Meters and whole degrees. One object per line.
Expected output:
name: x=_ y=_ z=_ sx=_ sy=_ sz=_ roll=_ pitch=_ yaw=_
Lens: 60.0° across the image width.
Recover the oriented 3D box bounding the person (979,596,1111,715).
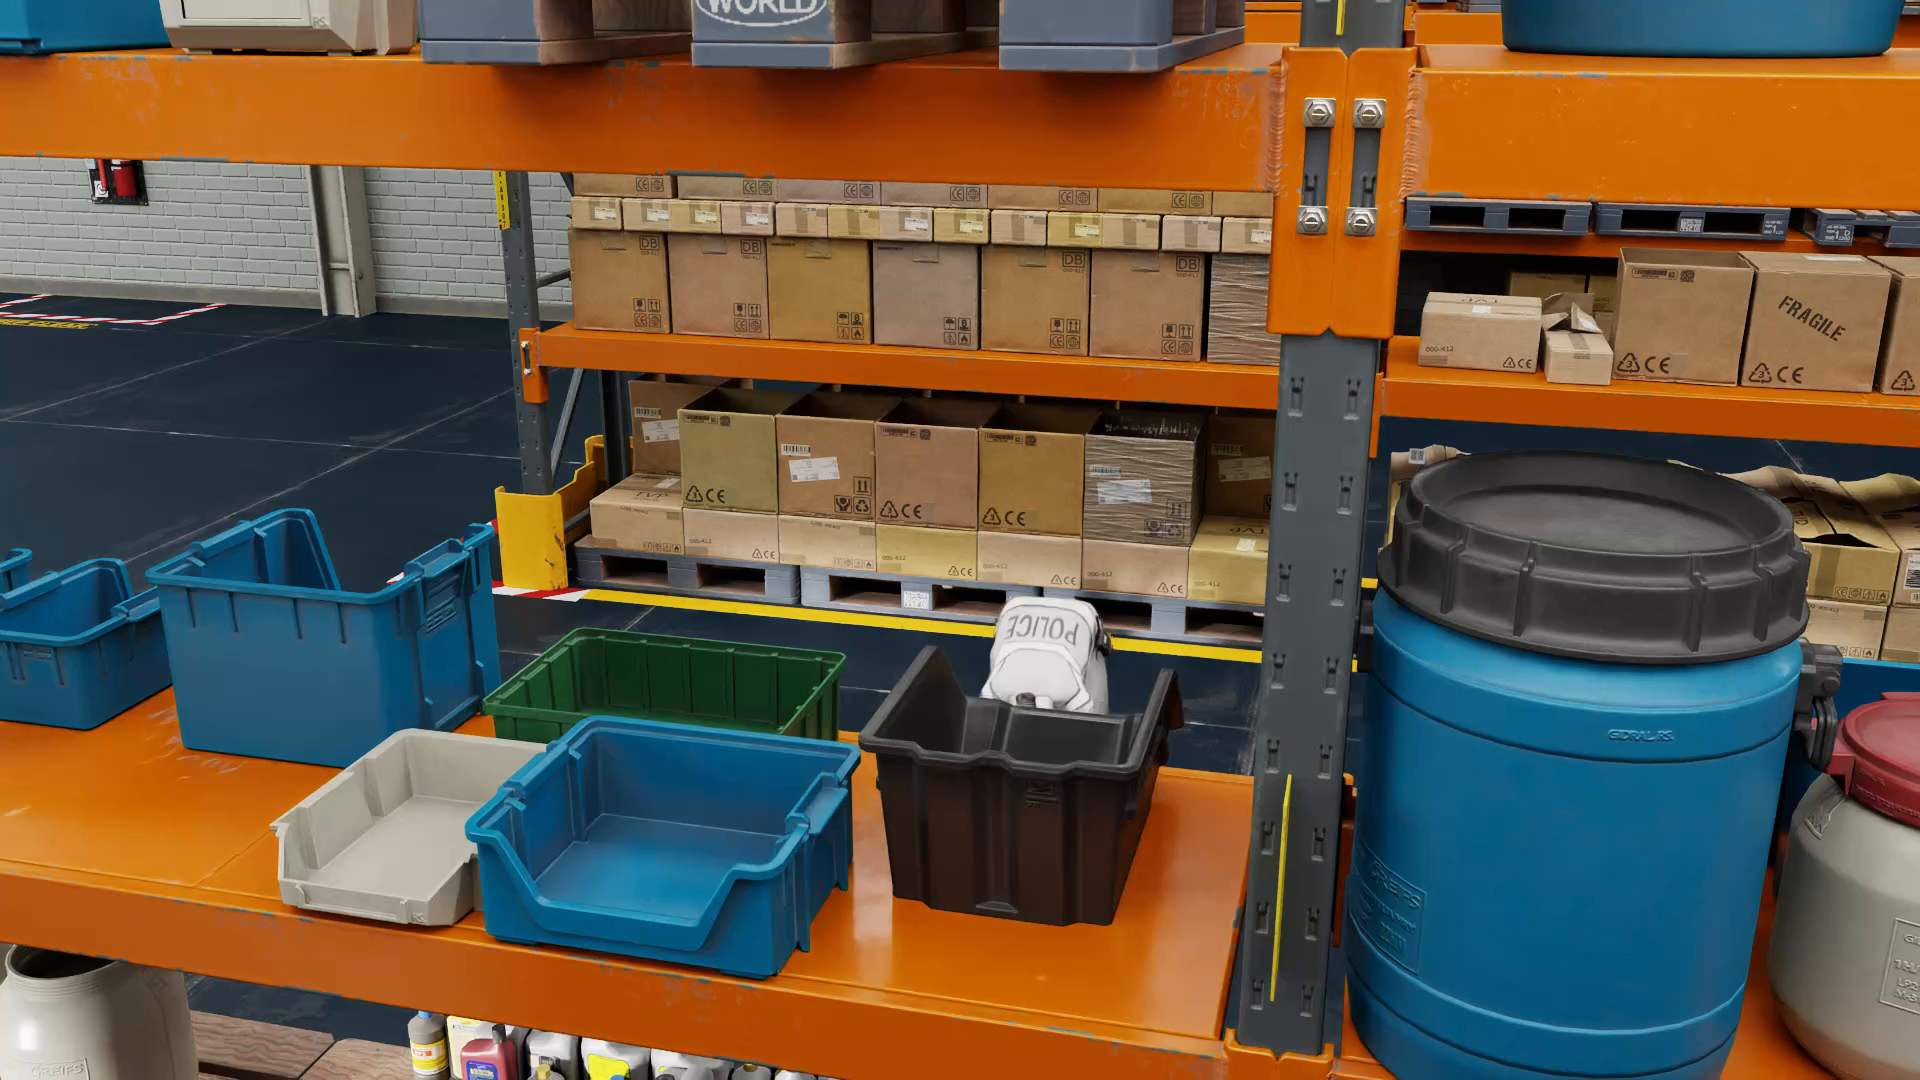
person: x=0.277 y=0.691 z=5.748 sx=0.470 sy=0.866 sz=0.905 roll=4 pitch=19 yaw=11
